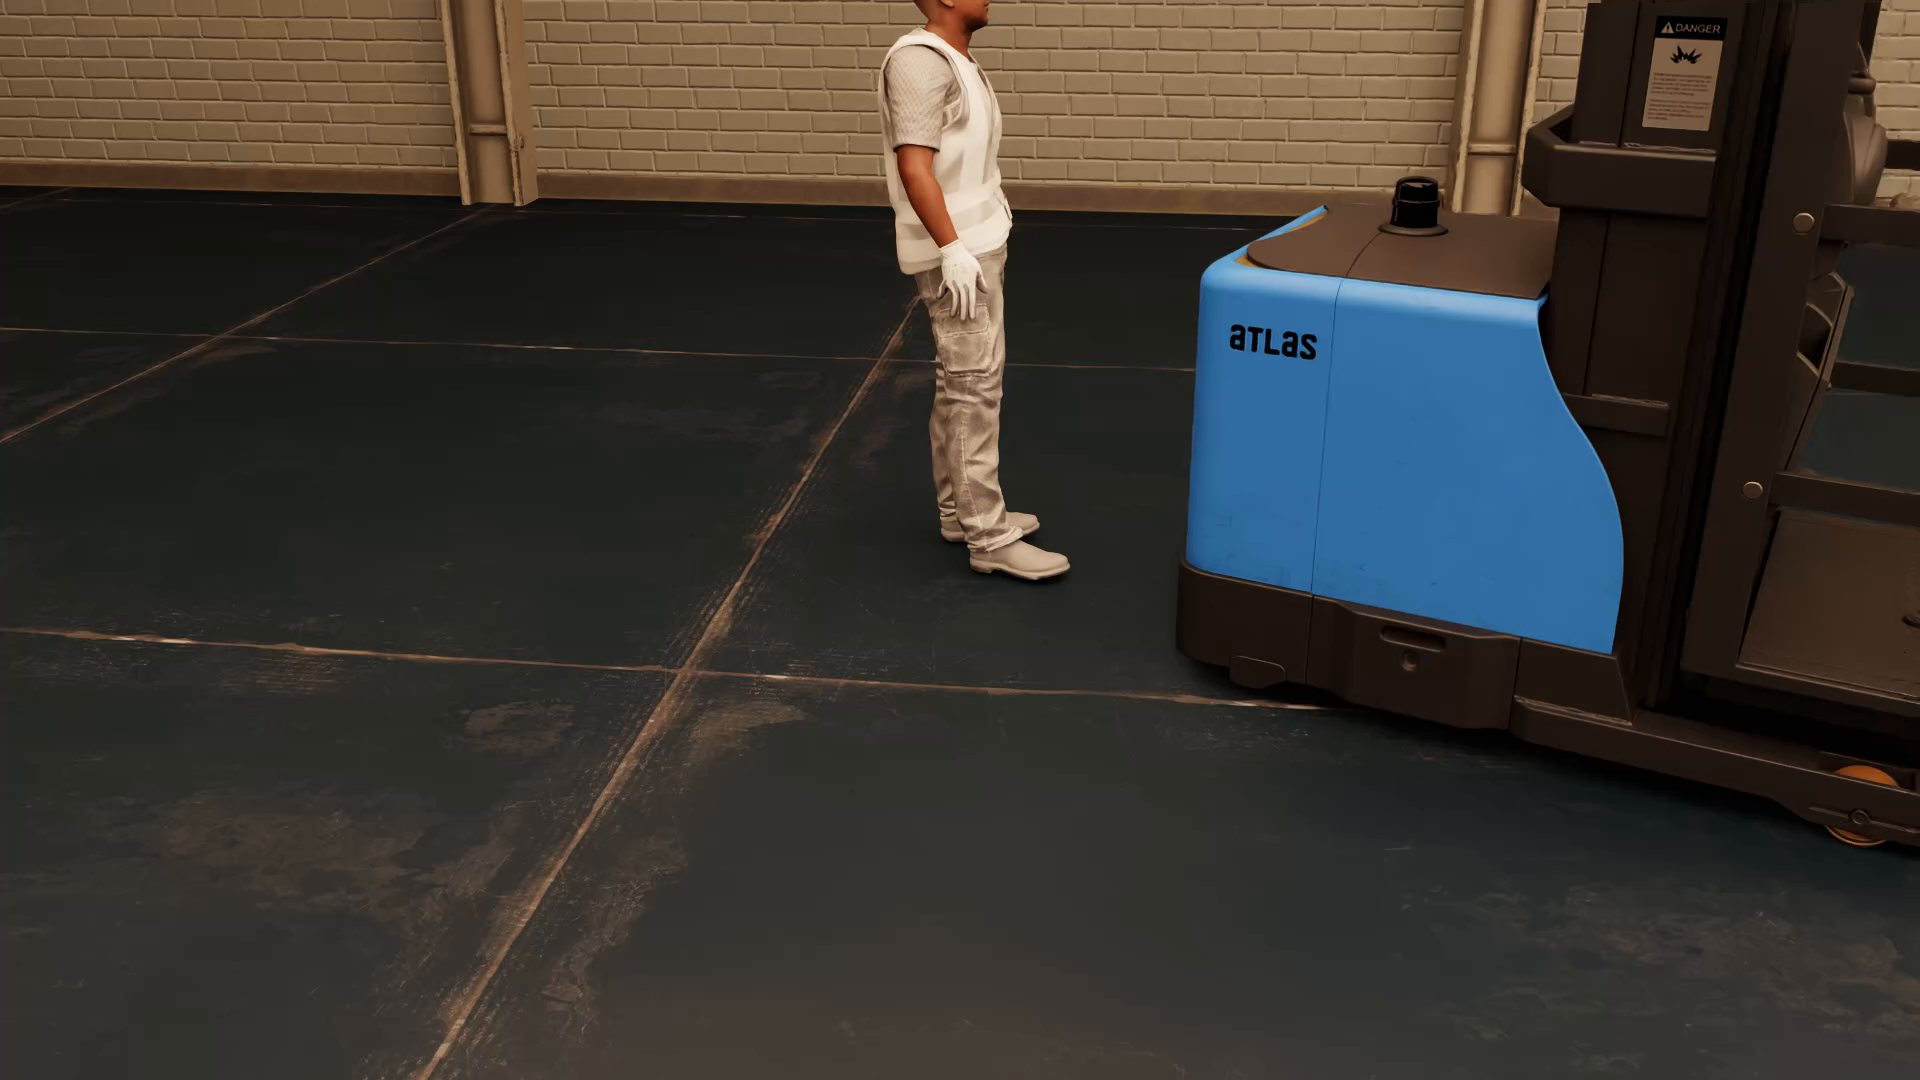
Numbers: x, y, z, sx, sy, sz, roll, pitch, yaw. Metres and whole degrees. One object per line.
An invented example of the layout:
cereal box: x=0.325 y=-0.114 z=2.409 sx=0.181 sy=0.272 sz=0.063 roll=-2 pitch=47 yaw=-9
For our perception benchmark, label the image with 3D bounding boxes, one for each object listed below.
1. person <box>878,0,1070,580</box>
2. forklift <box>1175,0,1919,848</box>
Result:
person: x=0.070 y=-0.827 z=4.825 sx=0.577 sy=1.782 sz=0.656 roll=3 pitch=22 yaw=7
forklift: x=2.096 y=-0.898 z=3.483 sx=3.031 sy=2.935 sz=1.130 roll=12 pitch=25 yaw=27
